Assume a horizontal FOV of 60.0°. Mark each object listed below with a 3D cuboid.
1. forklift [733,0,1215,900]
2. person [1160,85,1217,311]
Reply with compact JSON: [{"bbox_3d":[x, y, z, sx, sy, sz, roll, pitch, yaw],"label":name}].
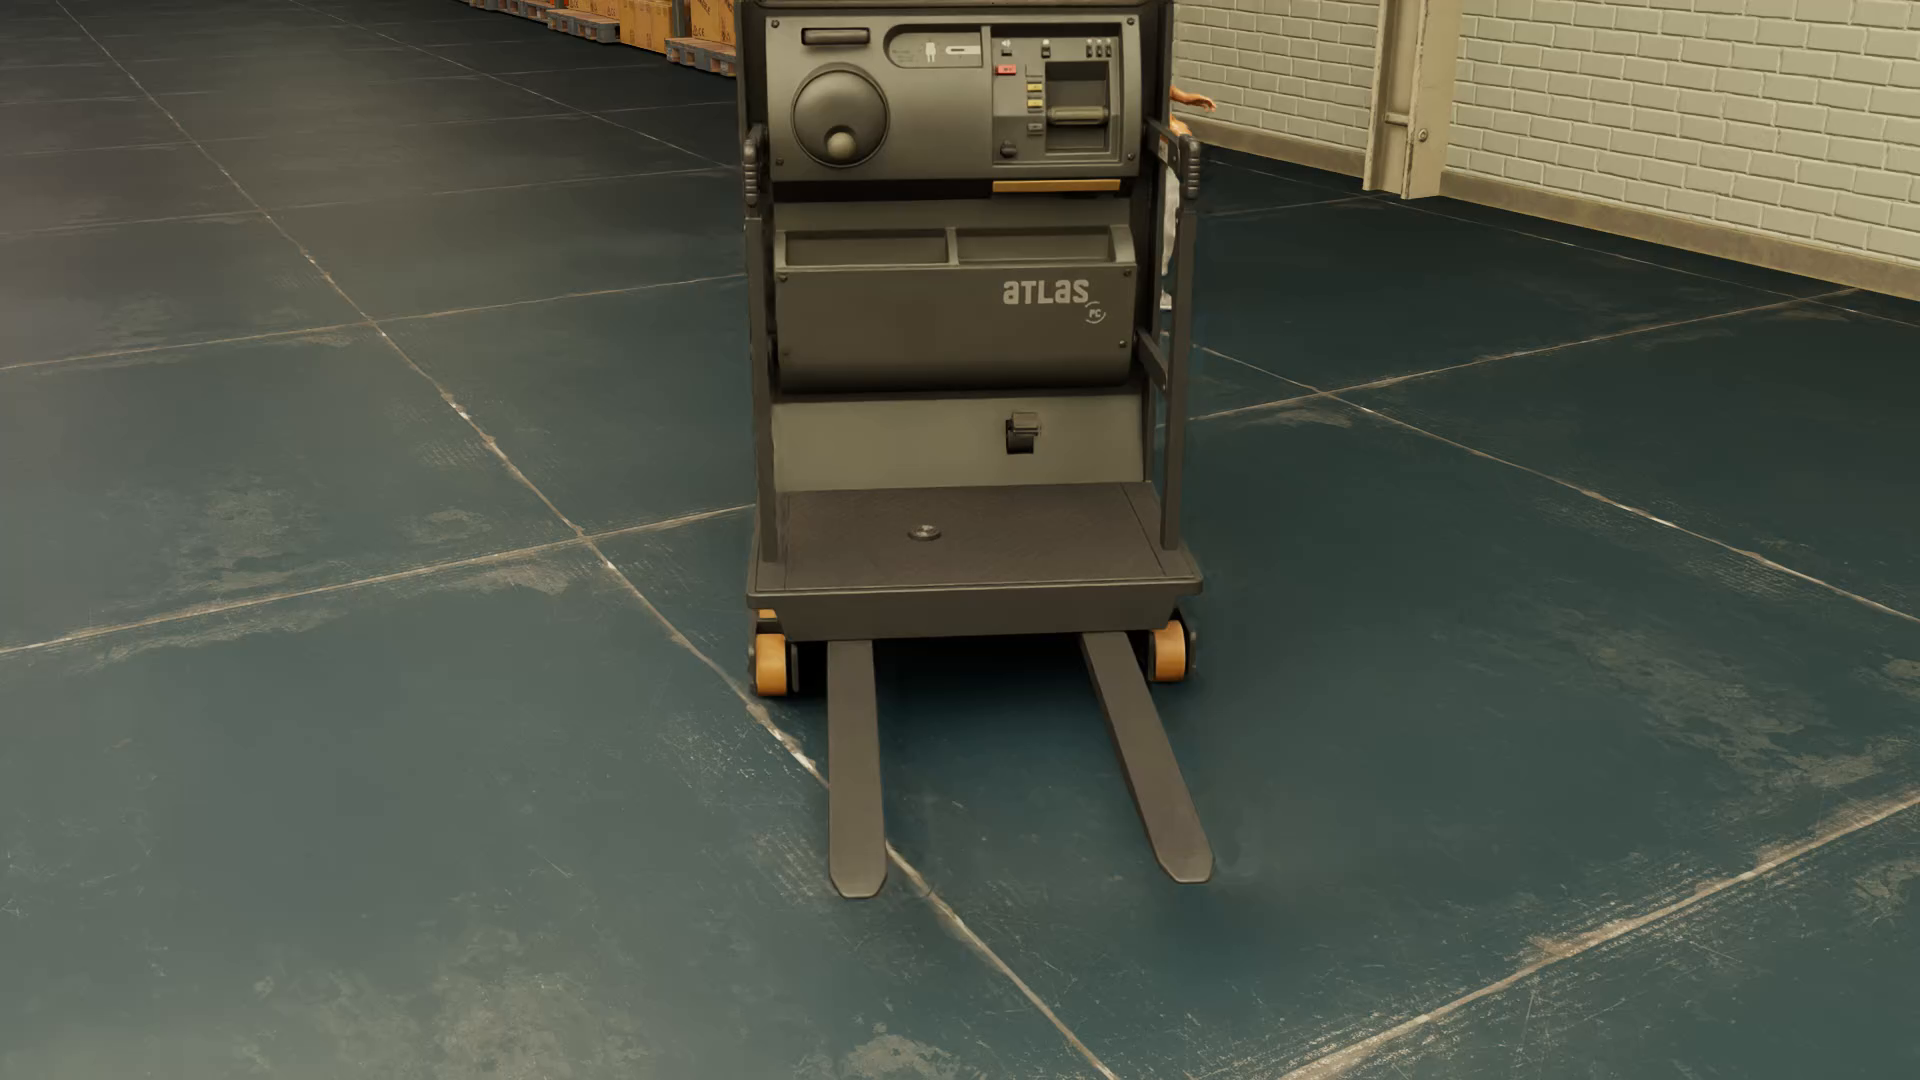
[{"bbox_3d":[0.006,-1.092,3.934,1.130,2.935,3.031,-2,22,-4],"label":"forklift"},{"bbox_3d":[0.866,-1.801,7.480,0.743,1.554,0.779,-5,23,-11],"label":"person"}]
